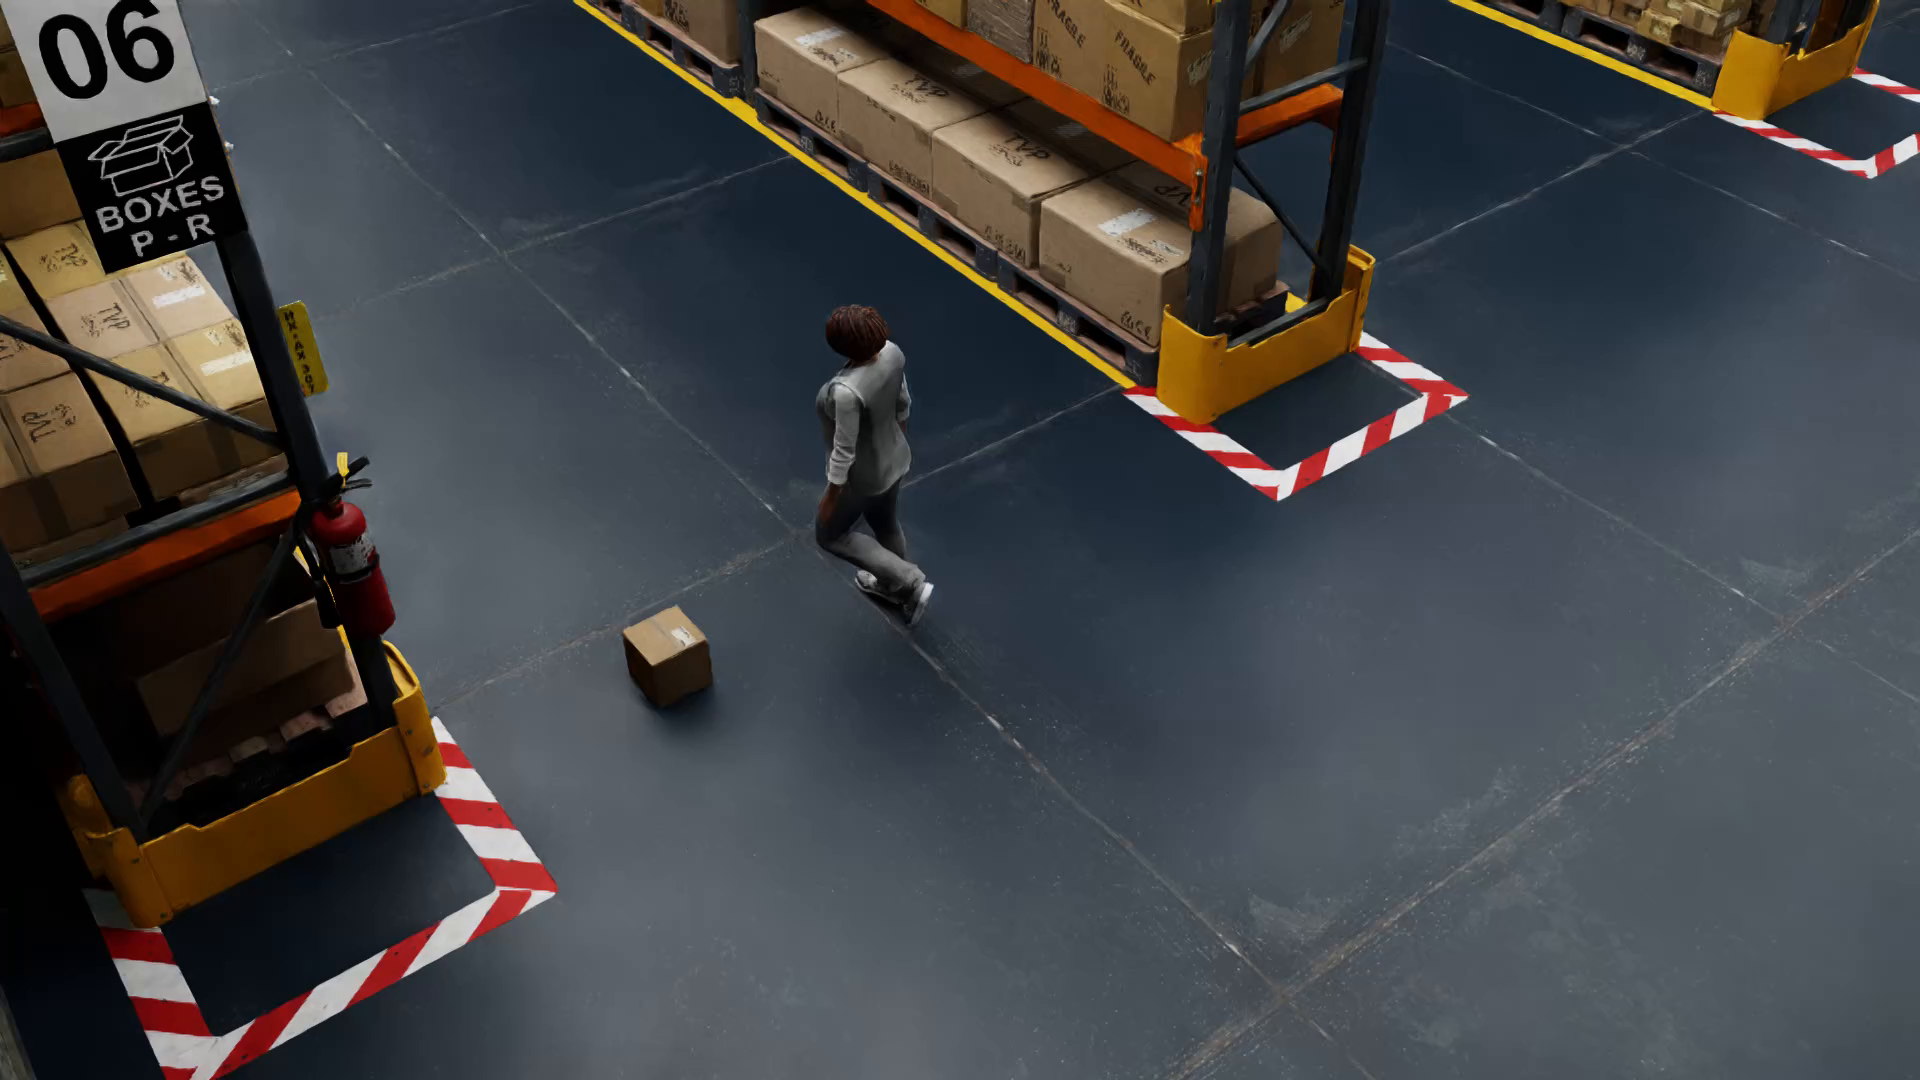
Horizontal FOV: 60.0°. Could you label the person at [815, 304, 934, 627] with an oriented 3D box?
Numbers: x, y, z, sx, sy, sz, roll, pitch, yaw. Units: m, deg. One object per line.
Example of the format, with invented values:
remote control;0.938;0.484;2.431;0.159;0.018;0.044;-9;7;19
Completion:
person;-0.326;-0.246;6.432;0.499;1.583;0.498;22;45;23
